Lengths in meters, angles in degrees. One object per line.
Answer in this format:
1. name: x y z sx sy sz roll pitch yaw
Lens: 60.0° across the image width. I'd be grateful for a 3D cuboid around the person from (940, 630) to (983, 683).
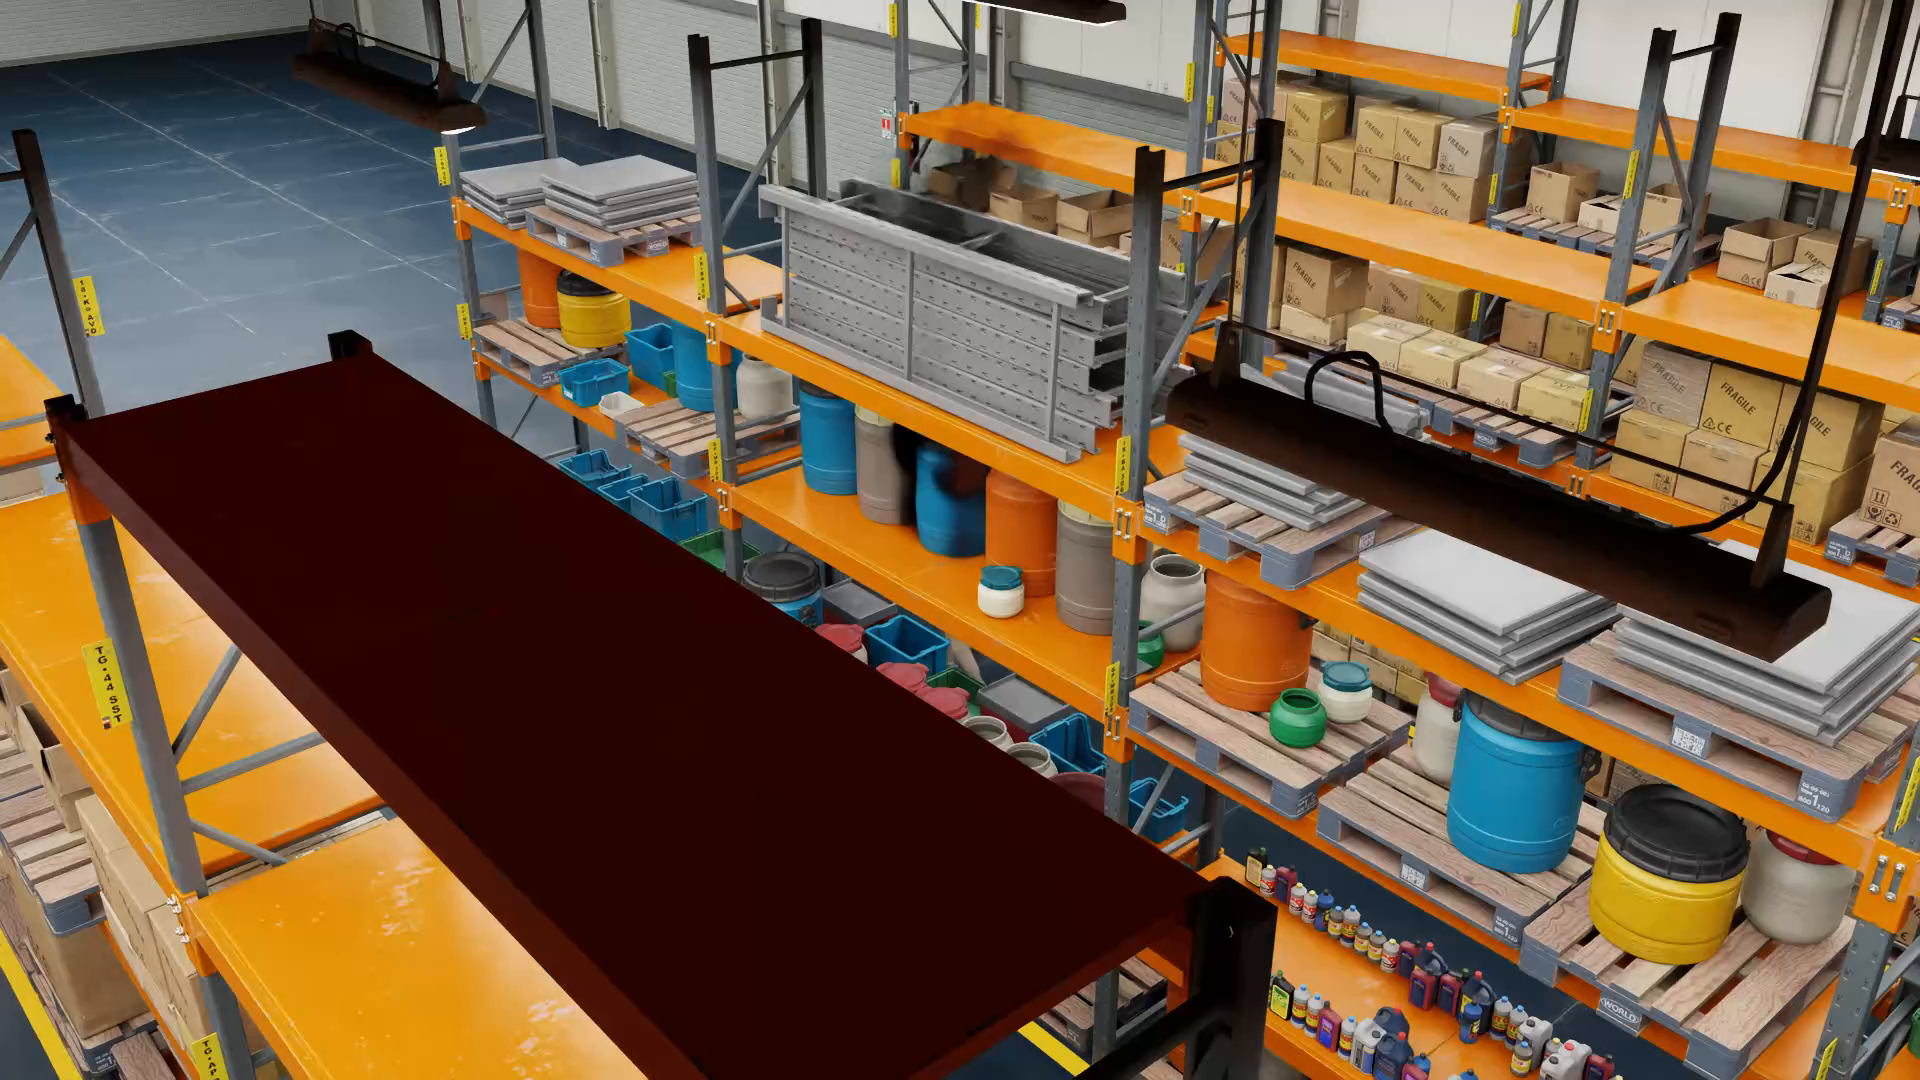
1. person: -0.069 0.522 14.663 0.636 1.780 0.878 -18 32 -31
